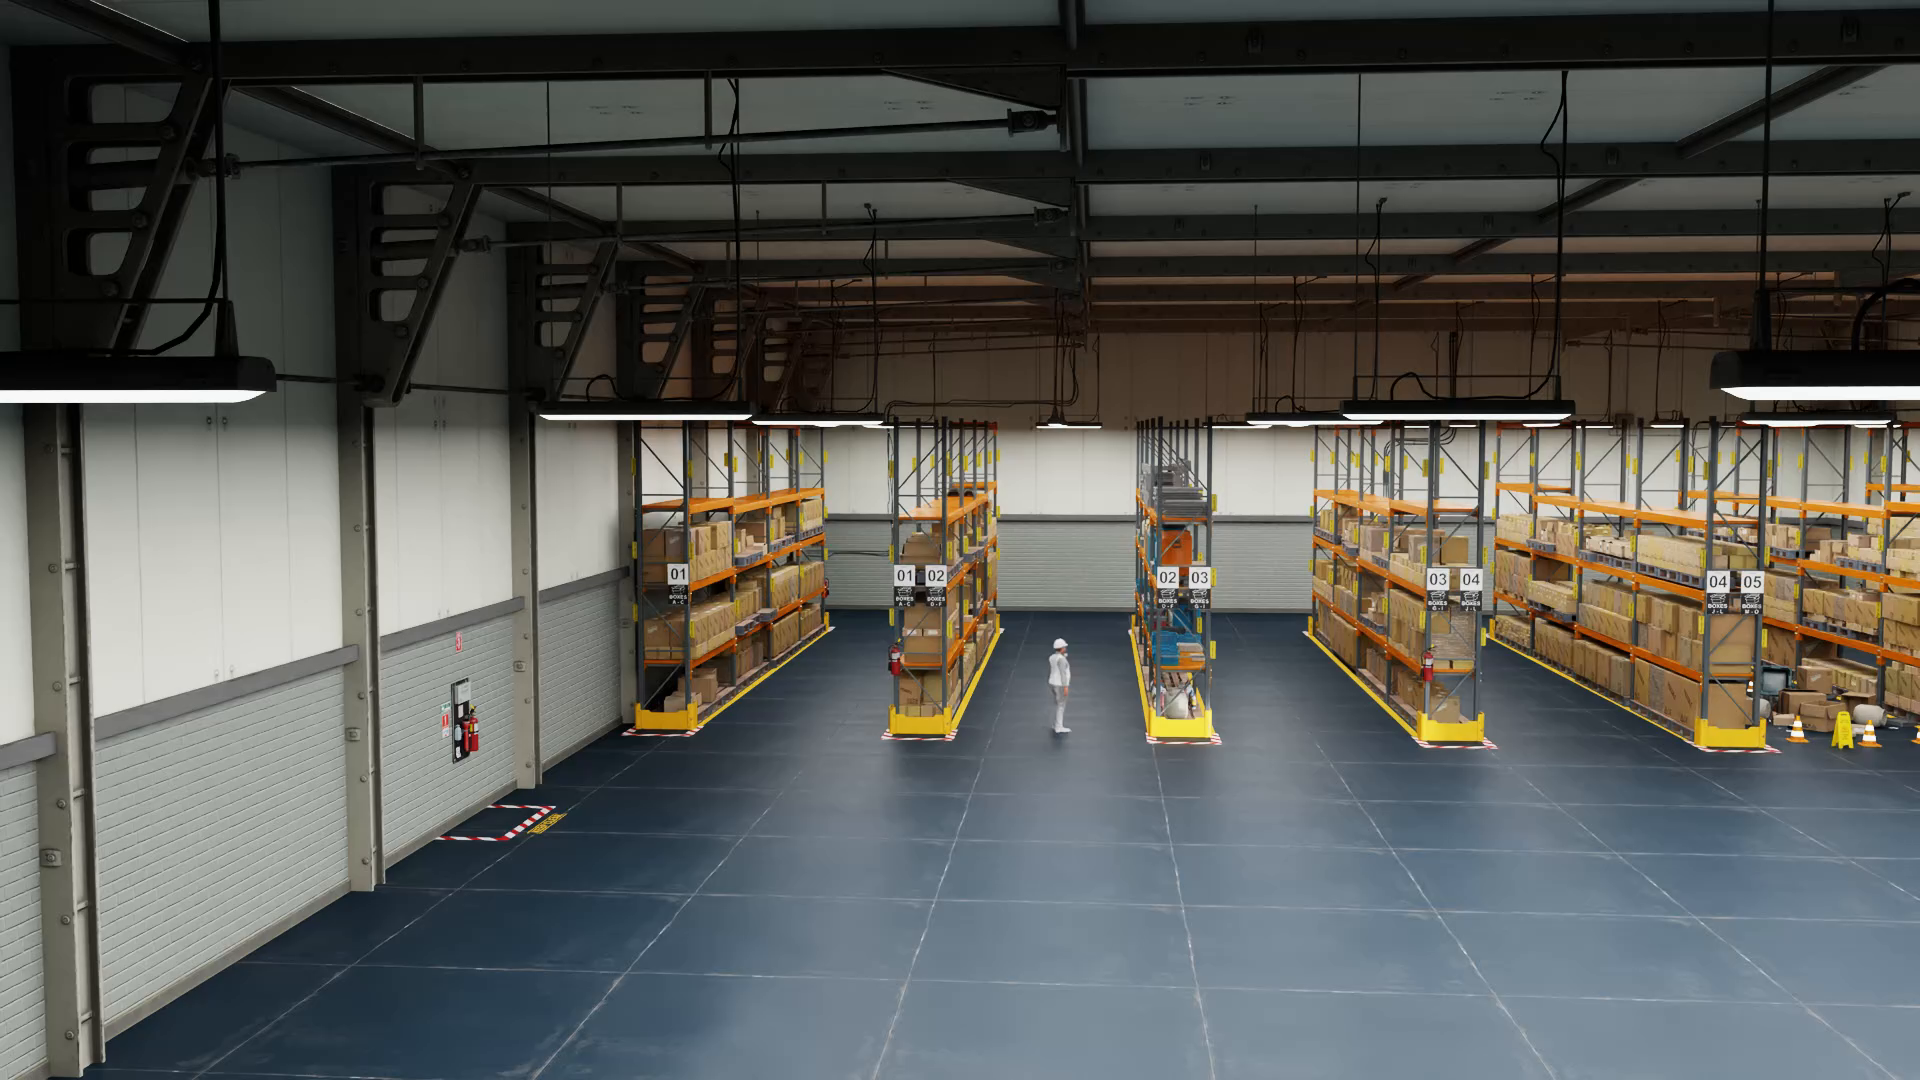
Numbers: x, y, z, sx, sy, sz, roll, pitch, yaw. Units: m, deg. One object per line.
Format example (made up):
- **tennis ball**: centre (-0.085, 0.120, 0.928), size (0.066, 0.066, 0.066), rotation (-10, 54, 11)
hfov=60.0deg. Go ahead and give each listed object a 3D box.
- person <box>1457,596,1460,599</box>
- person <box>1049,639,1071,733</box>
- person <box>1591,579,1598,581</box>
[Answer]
- **person**: centre (12.036, 2.285, 40.025), size (0.399, 1.726, 0.593), rotation (-2, 4, -29)
- **person**: centre (1.921, 2.792, 31.709), size (0.391, 1.817, 0.617), rotation (-1, 4, -18)
- **person**: centre (17.465, 1.880, 46.011), size (0.943, 1.614, 0.564), rotation (3, 5, 42)
